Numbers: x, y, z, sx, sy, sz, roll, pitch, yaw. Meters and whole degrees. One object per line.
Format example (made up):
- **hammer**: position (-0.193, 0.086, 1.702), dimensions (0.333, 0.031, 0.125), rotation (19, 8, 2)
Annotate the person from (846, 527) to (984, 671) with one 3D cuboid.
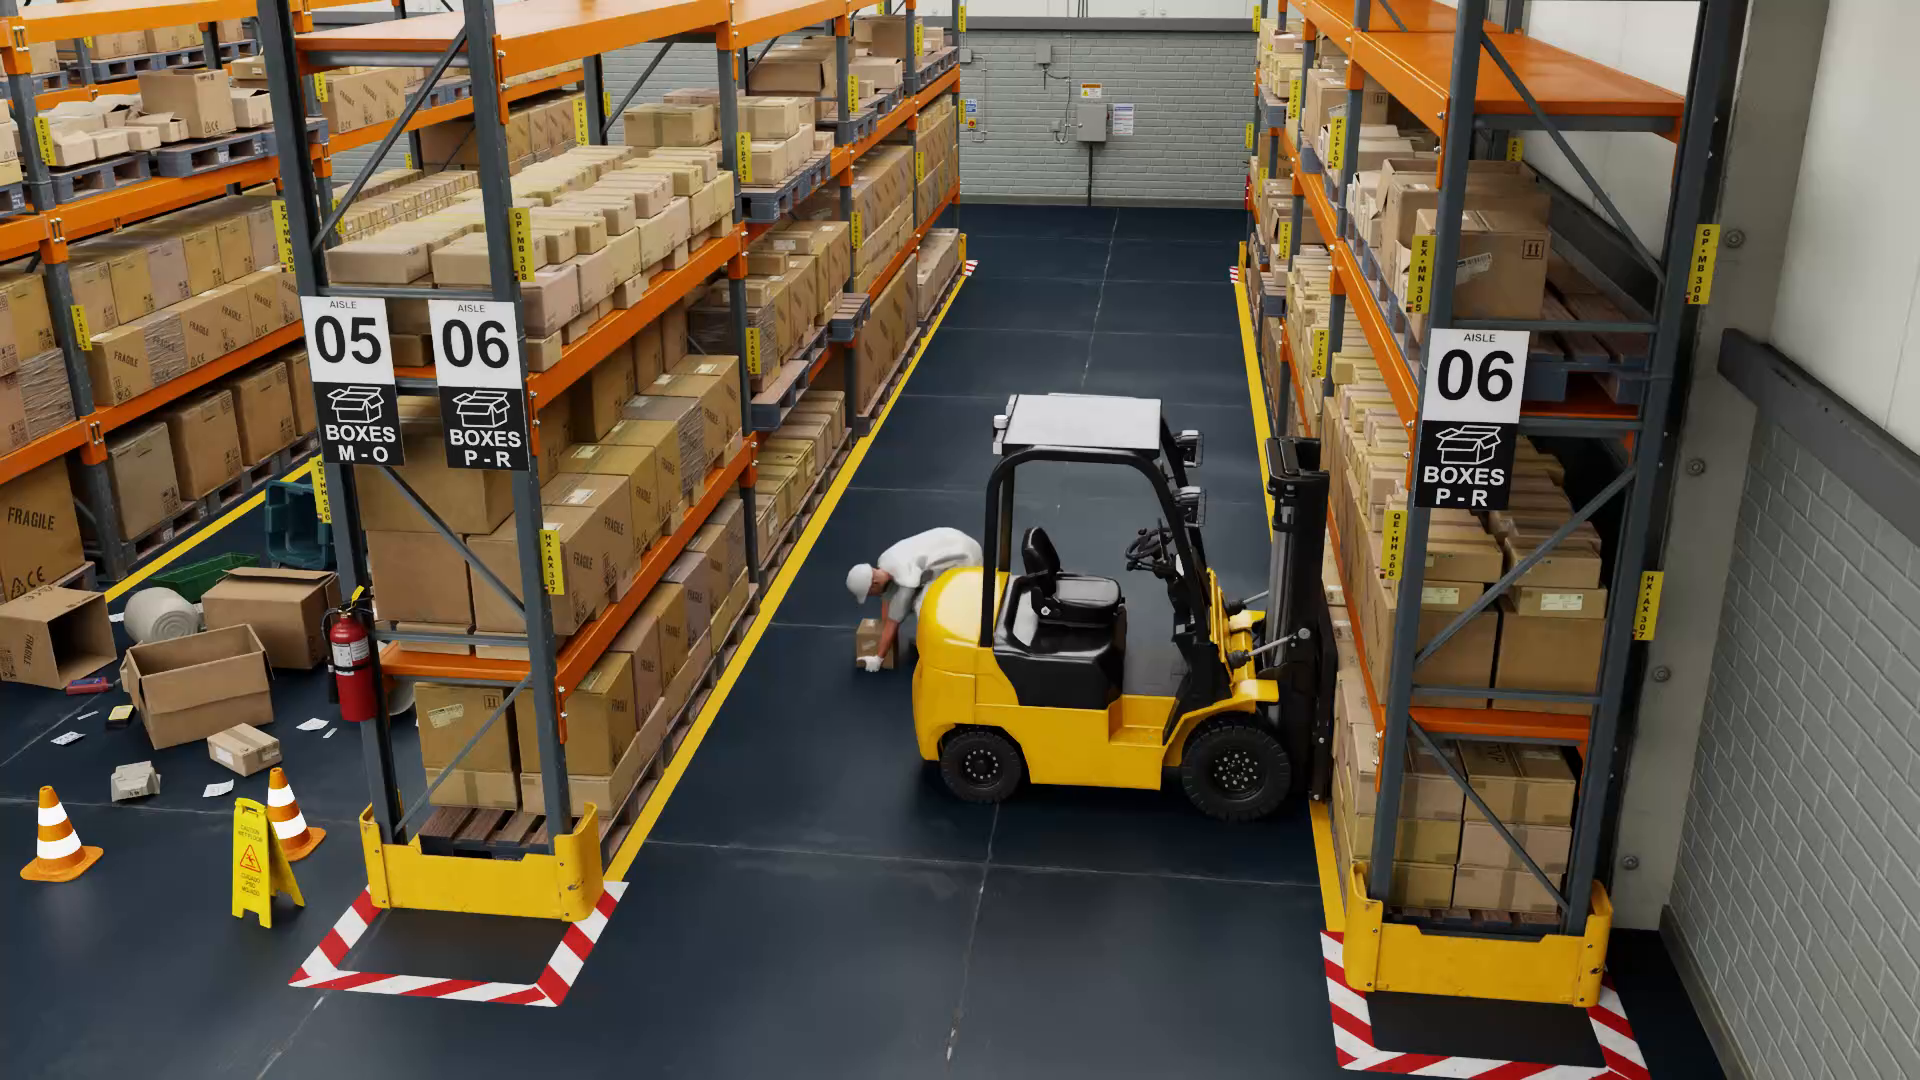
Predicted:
- **person**: position (-0.308, 0.394, 11.328), dimensions (0.962, 0.895, 0.535), rotation (-9, 23, -23)
